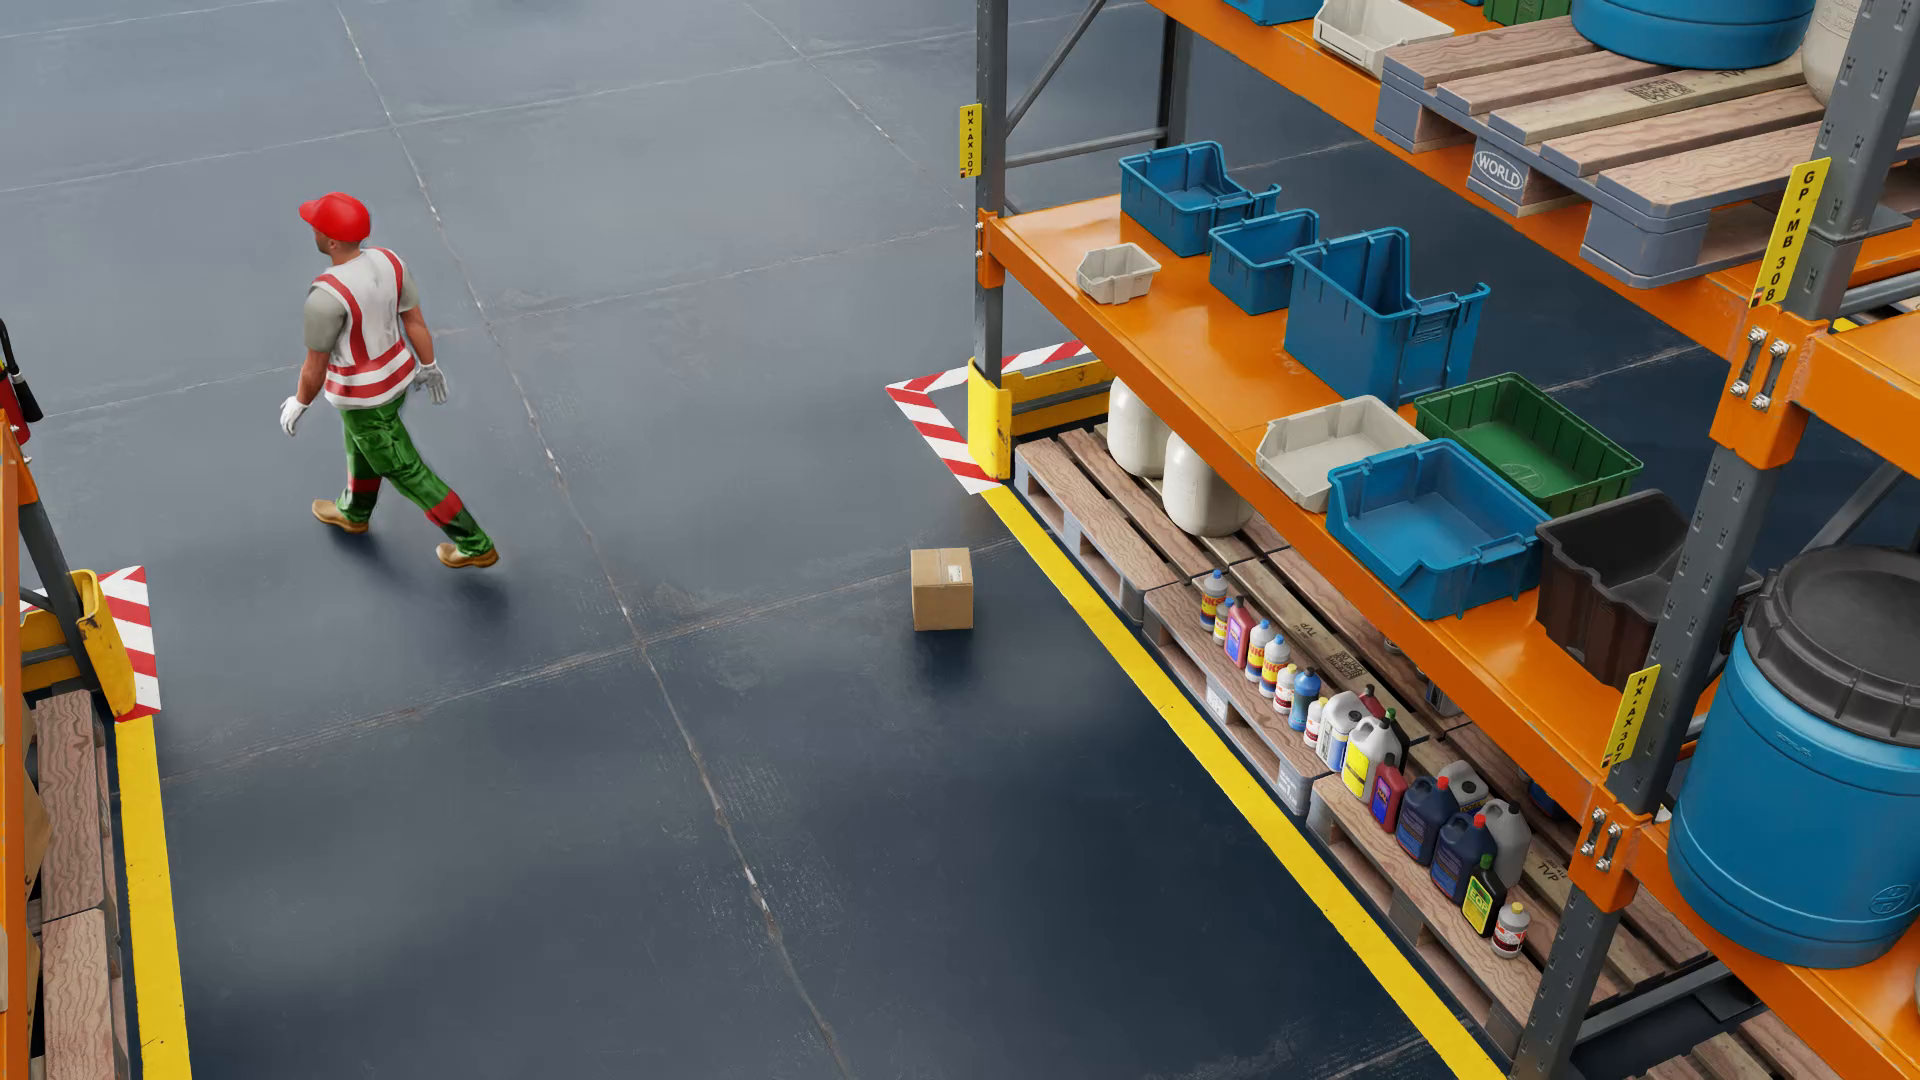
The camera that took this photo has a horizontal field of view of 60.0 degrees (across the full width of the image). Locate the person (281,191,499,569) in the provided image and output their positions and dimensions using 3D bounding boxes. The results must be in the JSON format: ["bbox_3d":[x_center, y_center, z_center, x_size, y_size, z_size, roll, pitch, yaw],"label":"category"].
[{"bbox_3d":[-2.528,-0.646,6.994,1.047,1.743,0.585,10,38,13],"label":"person"}]
